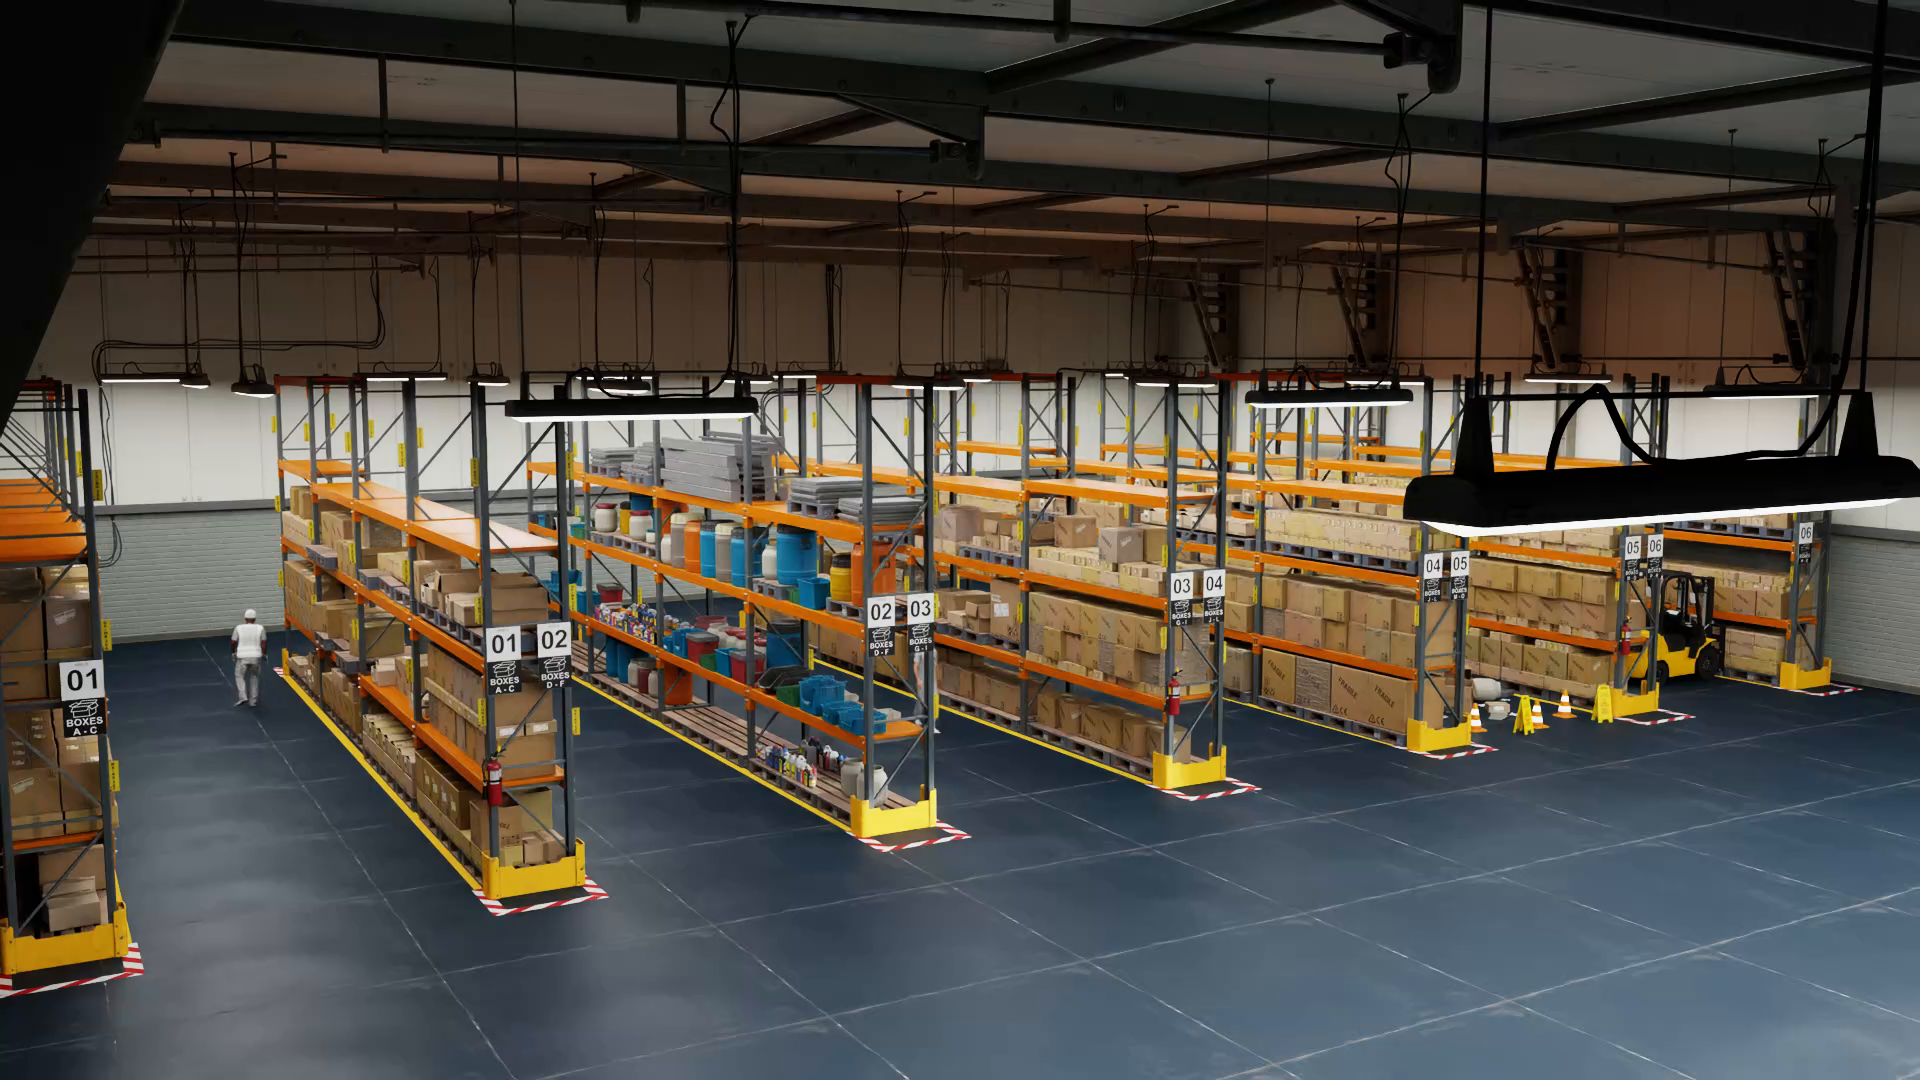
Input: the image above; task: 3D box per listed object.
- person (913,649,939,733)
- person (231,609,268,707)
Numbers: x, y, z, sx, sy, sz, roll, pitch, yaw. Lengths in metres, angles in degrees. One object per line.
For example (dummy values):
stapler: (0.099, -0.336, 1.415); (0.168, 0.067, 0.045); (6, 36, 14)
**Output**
person: (-0.557, 2.420, 28.404); (0.517, 1.670, 0.755); (-4, 7, -31)
person: (-12.890, 2.159, 30.189); (0.630, 1.760, 0.722); (-3, 7, -28)
